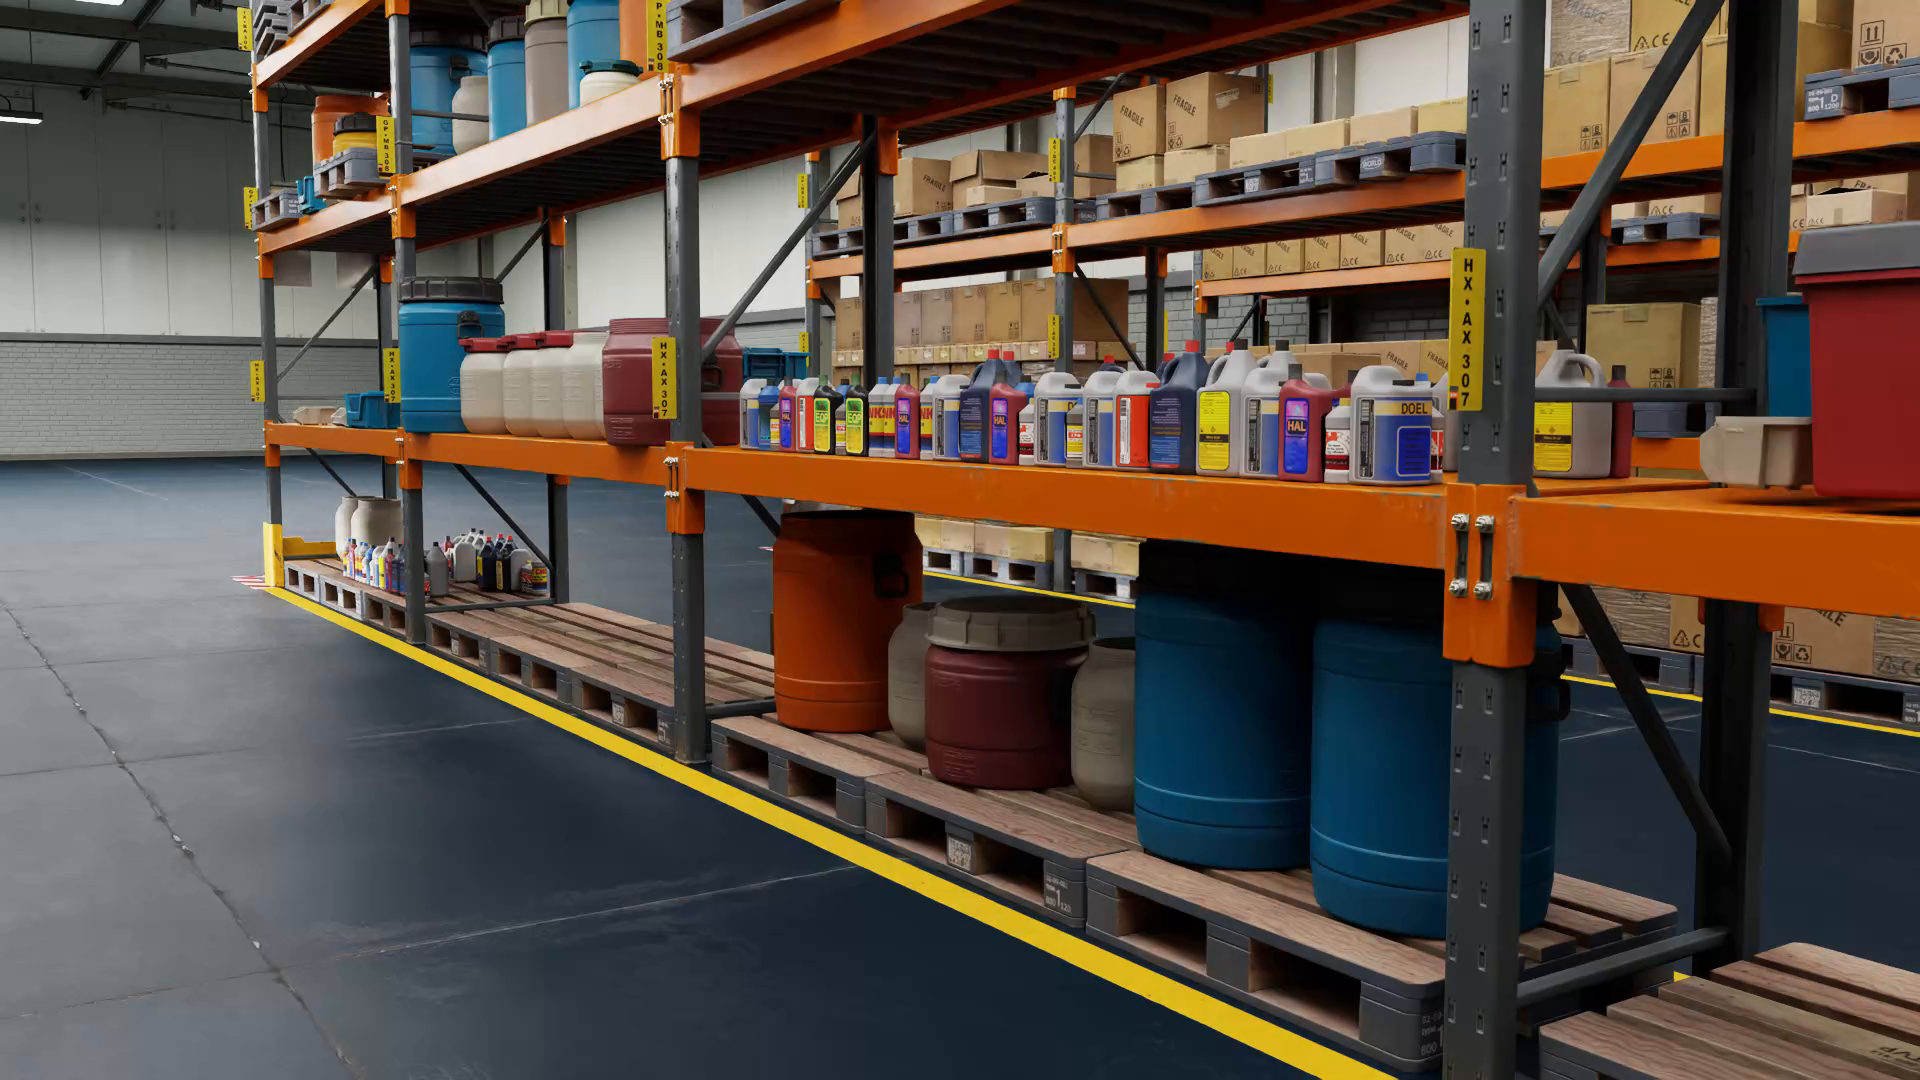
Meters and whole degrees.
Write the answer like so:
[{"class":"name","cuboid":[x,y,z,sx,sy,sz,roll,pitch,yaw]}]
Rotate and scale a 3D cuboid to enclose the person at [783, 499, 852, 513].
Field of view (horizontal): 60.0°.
[{"class":"person","cuboid":[-0.806,-0.101,9.488,0.472,1.593,0.350,-3,6,-35]}]
